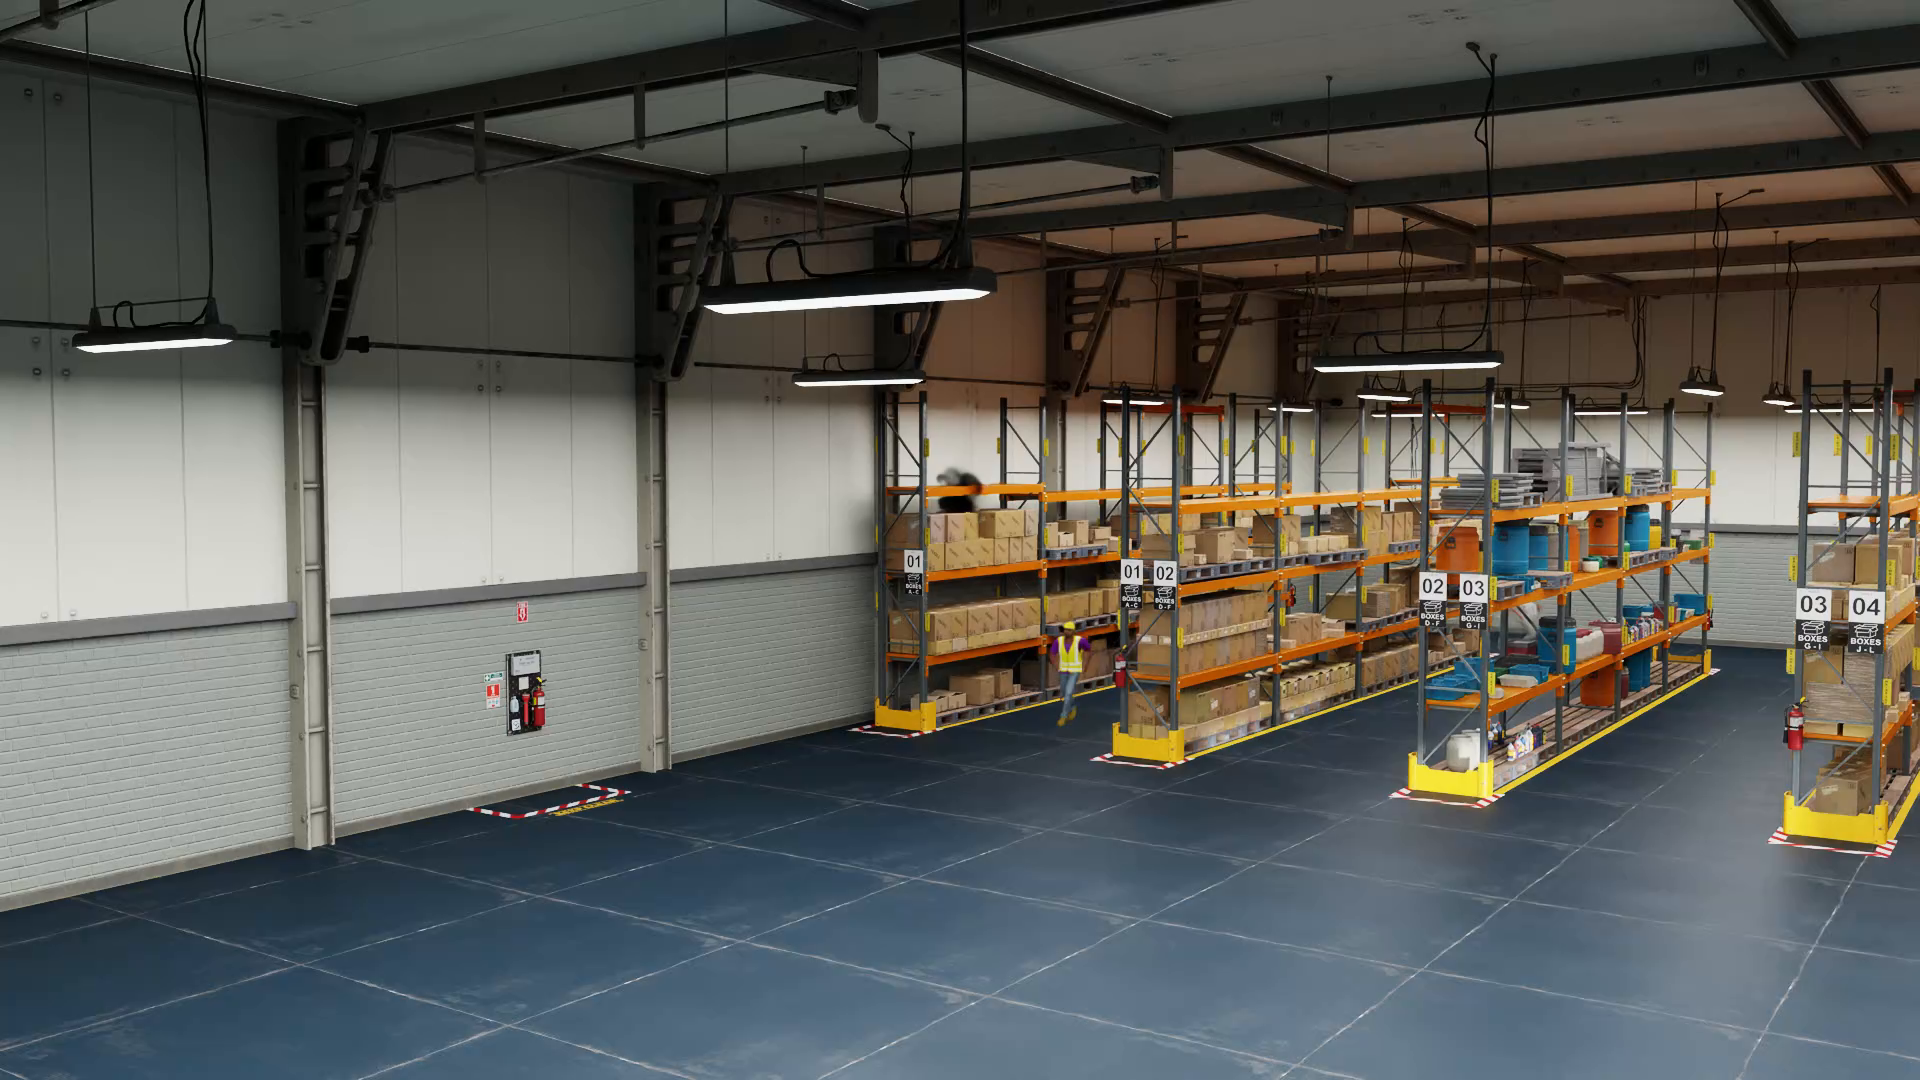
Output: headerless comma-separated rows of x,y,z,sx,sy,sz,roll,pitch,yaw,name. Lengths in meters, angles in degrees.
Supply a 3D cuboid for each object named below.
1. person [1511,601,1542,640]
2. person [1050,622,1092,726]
13.623,1.933,39.898,0.670,1.808,0.718,-2,4,-35,person
1.879,2.276,28.615,0.726,1.765,0.896,1,3,19,person
